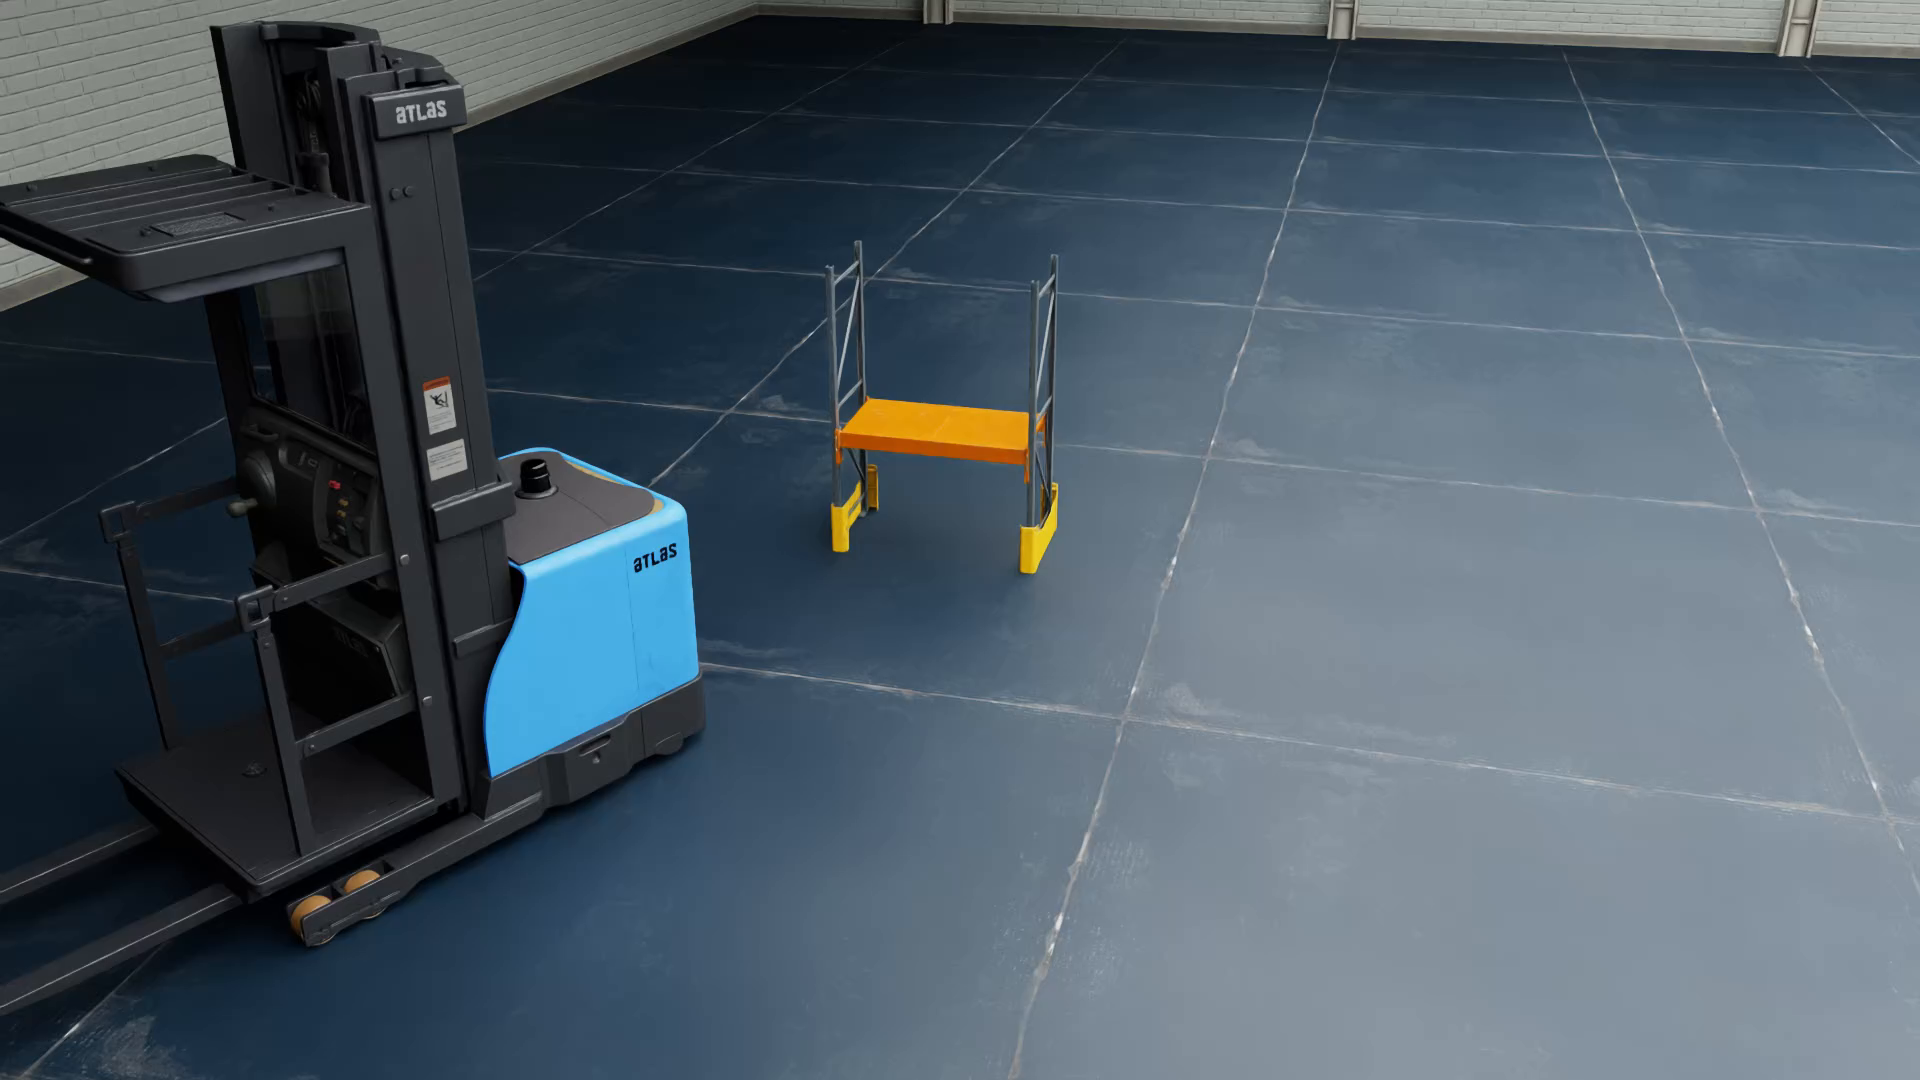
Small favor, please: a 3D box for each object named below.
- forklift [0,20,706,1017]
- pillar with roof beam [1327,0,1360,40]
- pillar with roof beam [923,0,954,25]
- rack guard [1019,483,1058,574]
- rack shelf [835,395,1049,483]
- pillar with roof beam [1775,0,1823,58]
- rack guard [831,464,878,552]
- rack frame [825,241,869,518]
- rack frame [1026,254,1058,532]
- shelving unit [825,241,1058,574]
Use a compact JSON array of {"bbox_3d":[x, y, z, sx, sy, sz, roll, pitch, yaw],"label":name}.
[{"bbox_3d":[-2.422,-0.161,5.678,1.130,2.935,3.031,21,33,37],"label":"forklift"},{"bbox_3d":[4.412,-9.489,18.212,0.400,9.000,9.100,6,26,13],"label":"pillar with roof beam"},{"bbox_3d":[-1.399,-10.131,19.561,0.400,9.000,9.100,6,26,13],"label":"pillar with roof beam"},{"bbox_3d":[0.408,-0.068,8.601,0.087,0.250,0.587,6,26,13],"label":"rack guard"},{"bbox_3d":[-0.083,-0.524,8.524,1.000,0.185,0.538,6,26,13],"label":"rack shelf"},{"bbox_3d":[10.223,-8.846,16.863,0.400,9.000,9.100,6,26,13],"label":"pillar with roof beam"},{"bbox_3d":[-0.556,-0.174,8.825,0.087,0.250,0.587,6,26,13],"label":"rack guard"},{"bbox_3d":[-0.575,-0.741,8.561,0.032,1.500,0.500,6,26,13],"label":"rack frame"},{"bbox_3d":[0.410,-0.632,8.332,0.032,1.500,0.500,6,26,13],"label":"rack frame"},{"bbox_3d":[-0.074,-0.685,8.445,1.083,1.500,0.587,6,26,13],"label":"shelving unit"}]
